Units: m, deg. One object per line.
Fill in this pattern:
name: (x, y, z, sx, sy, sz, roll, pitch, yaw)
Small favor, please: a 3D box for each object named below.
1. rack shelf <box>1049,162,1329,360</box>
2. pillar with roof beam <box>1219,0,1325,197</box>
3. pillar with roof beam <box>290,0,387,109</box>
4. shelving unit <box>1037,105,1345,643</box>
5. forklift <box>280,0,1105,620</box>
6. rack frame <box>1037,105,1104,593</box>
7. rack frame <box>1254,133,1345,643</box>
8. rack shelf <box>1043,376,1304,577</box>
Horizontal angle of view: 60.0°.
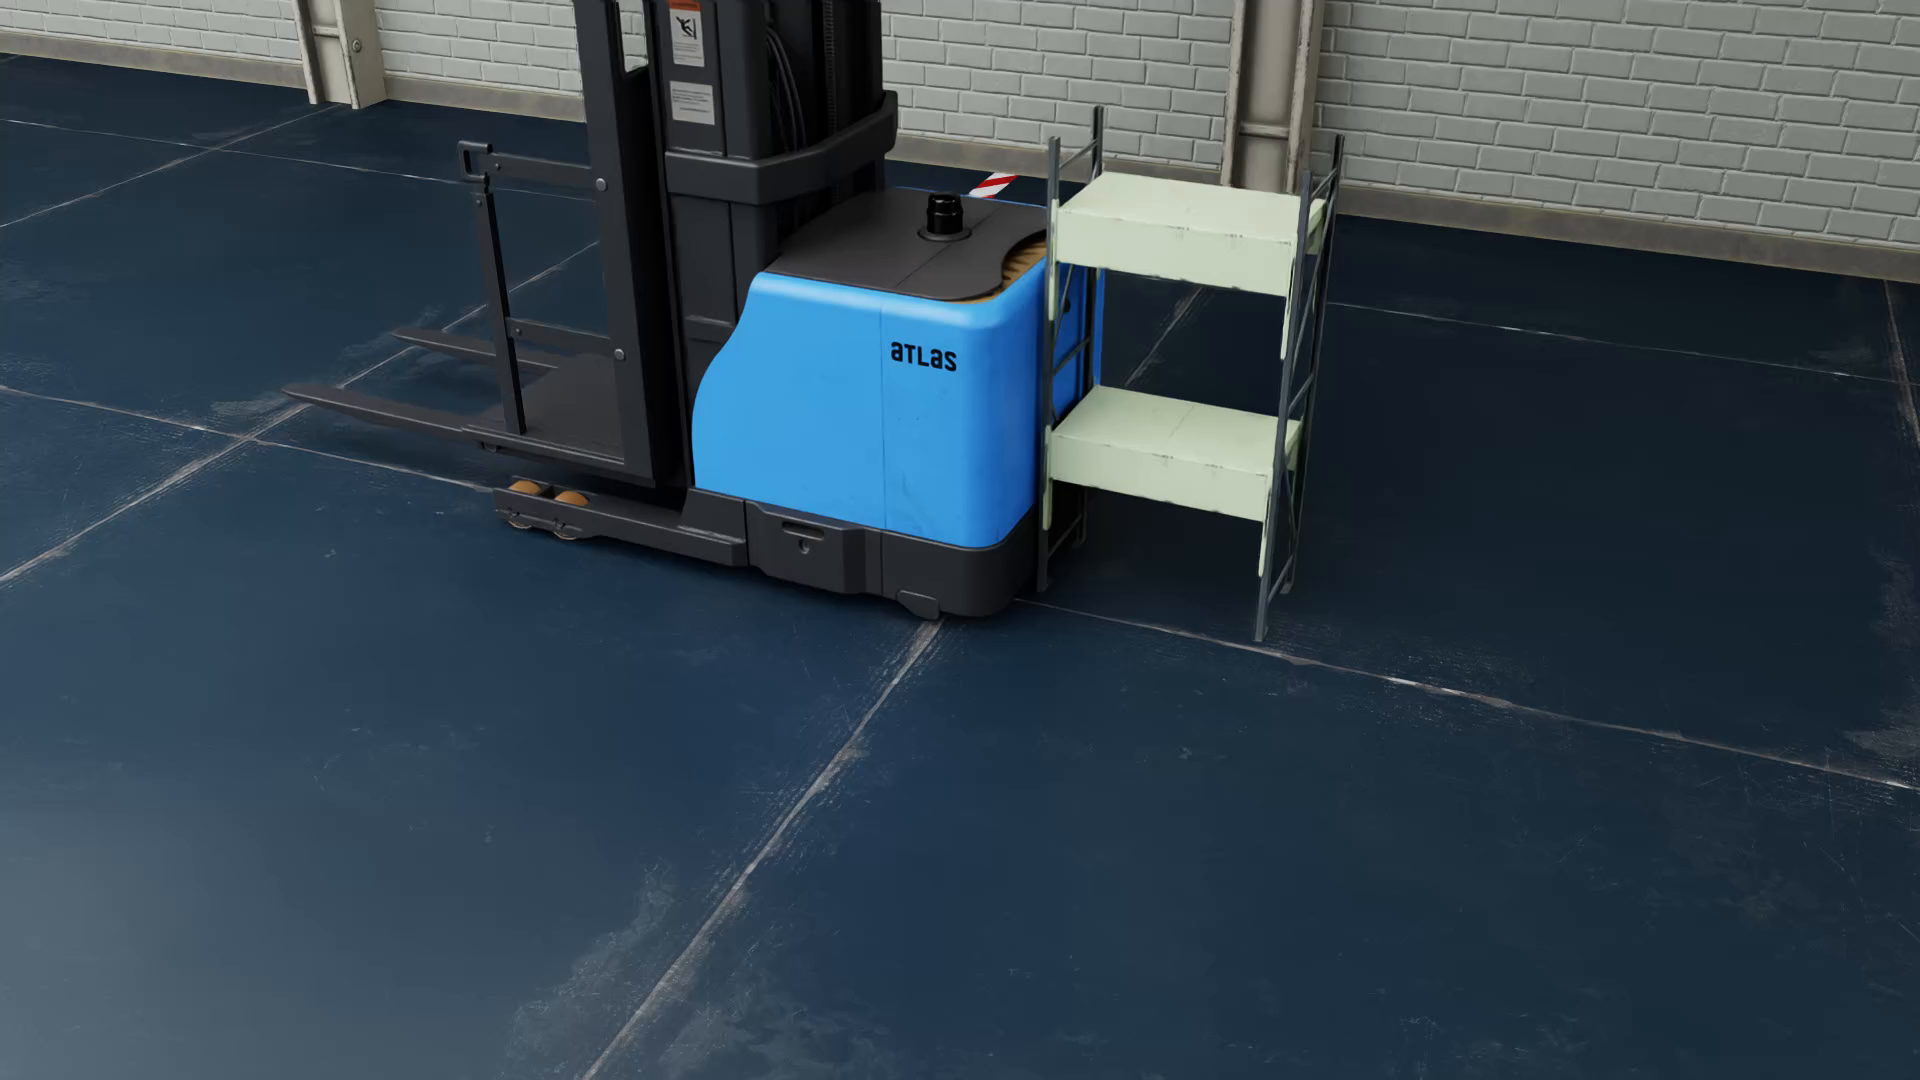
rack shelf: (0.677, -0.837, 4.913, 0.720, 0.370, 0.431, 13, 32, 21)
pillar with roof beam: (-0.022, -3.700, 3.151, 0.400, 9.000, 9.100, 11, 31, 19)
pillar with roof beam: (-5.582, -4.810, 5.115, 0.400, 9.000, 9.100, 11, 31, 19)
shelving unit: (0.677, -0.497, 5.105, 0.755, 1.500, 0.431, 13, 32, 21)
forklift: (-1.065, -1.497, 5.420, 3.031, 2.935, 1.130, 13, 32, 21)
rack frame: (0.343, -0.571, 5.236, 0.023, 1.500, 0.400, 13, 32, 21)
rack frame: (1.011, -0.423, 4.974, 0.023, 1.500, 0.400, 13, 32, 21)
rack shelf: (0.677, -0.213, 5.265, 0.720, 0.370, 0.431, 13, 32, 21)
